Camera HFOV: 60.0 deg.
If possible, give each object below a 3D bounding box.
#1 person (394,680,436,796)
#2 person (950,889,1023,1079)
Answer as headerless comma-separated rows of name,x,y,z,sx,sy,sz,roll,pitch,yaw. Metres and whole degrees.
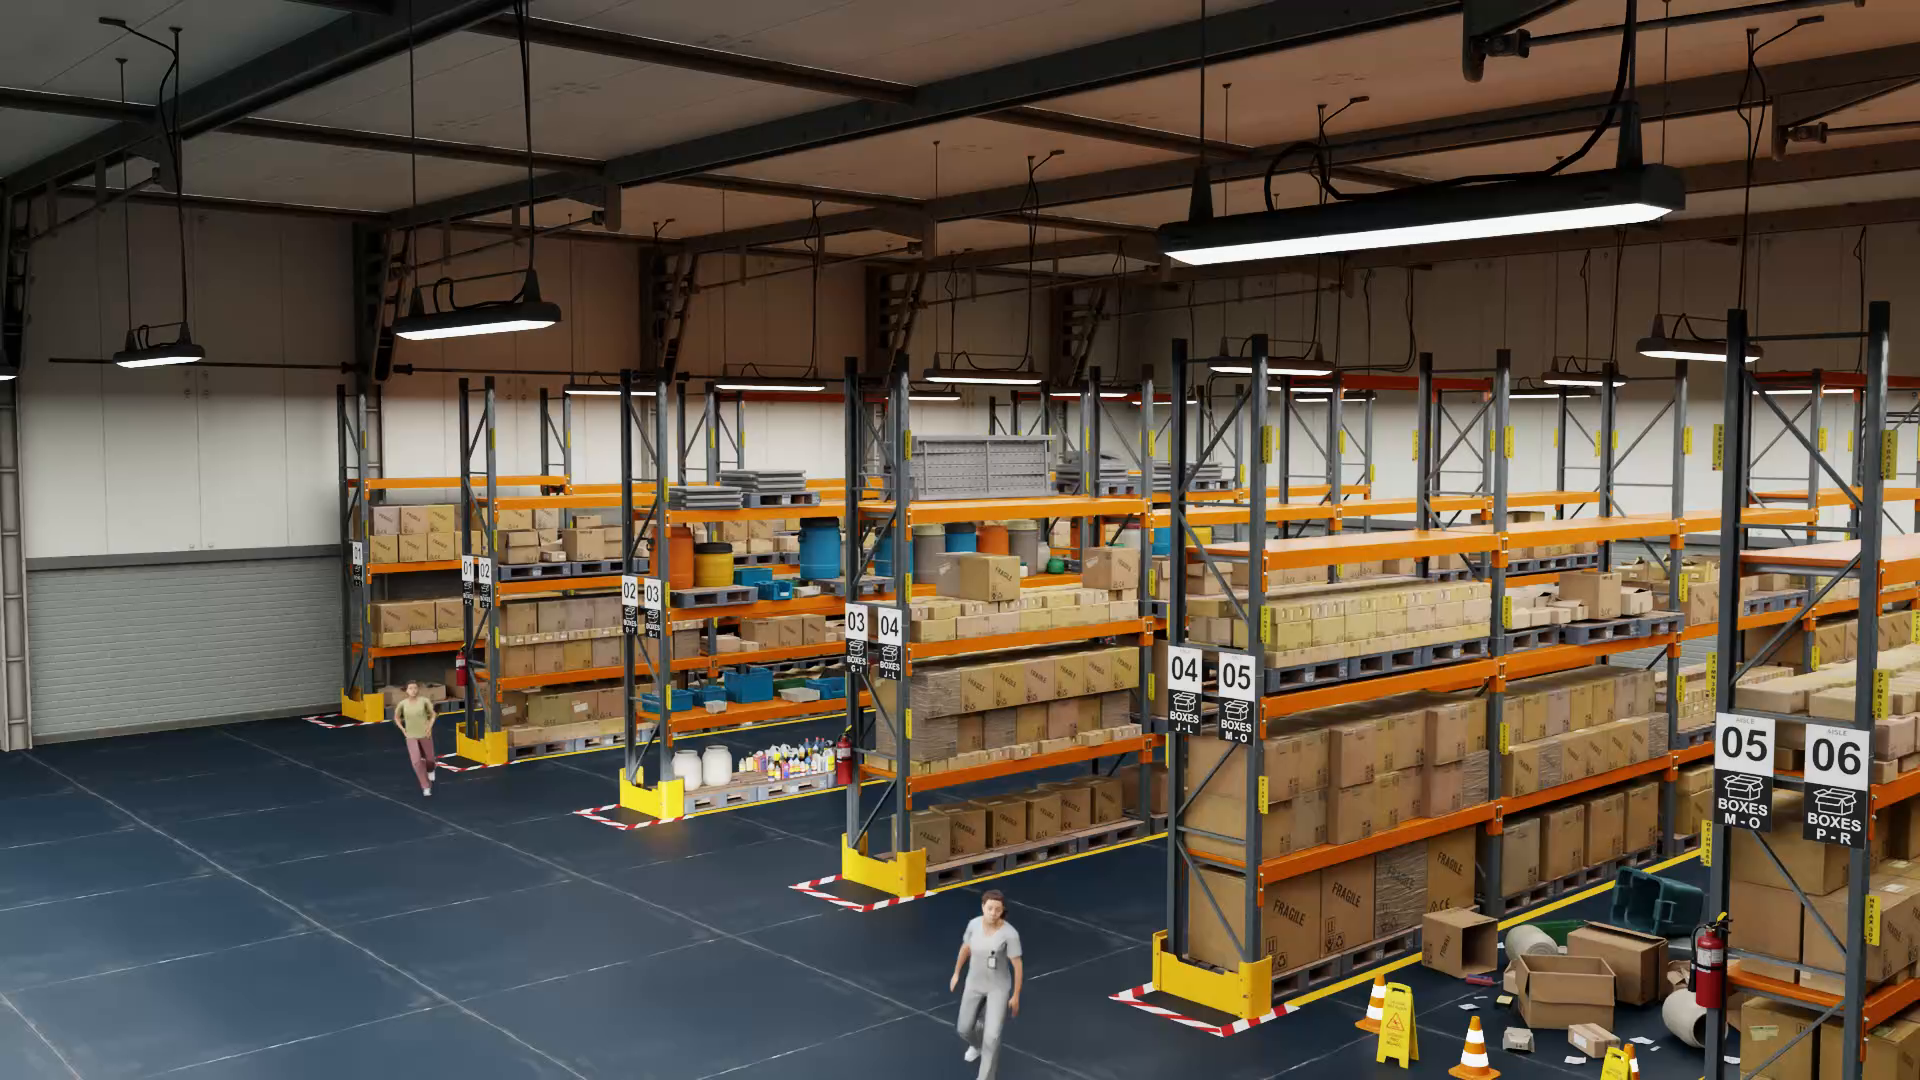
person,-7.778,2.802,23.744,0.576,1.621,0.748,-1,4,-14
person,0.234,3.493,13.109,0.629,1.612,0.725,1,4,17
